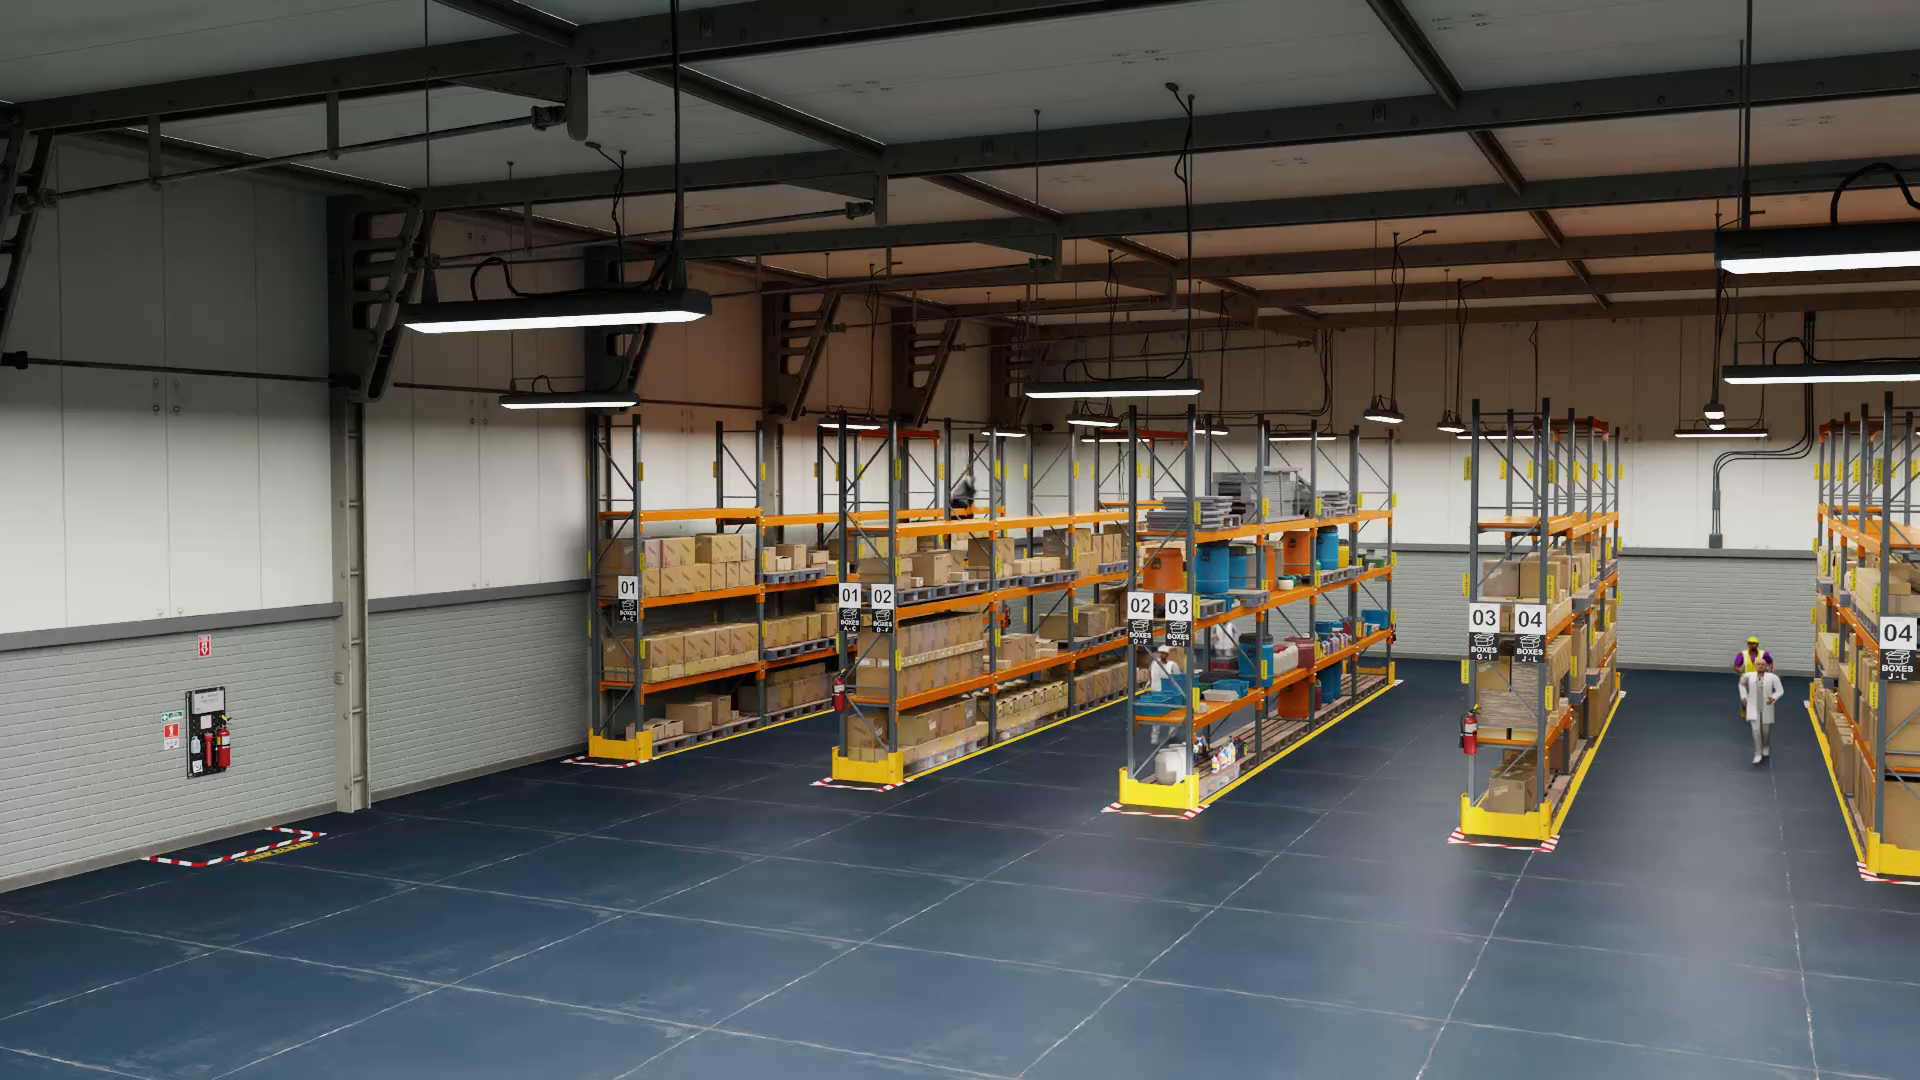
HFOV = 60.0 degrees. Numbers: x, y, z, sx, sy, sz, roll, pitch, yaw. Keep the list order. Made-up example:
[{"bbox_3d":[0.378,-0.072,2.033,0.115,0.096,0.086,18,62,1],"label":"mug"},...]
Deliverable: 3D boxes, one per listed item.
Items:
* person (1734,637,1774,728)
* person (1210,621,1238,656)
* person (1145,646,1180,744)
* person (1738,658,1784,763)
[{"bbox_3d":[15.607,2.782,32.714,0.710,1.767,0.941,1,3,25],"label":"person"},{"bbox_3d":[6.111,2.544,38.631,0.642,1.829,0.767,1,2,14],"label":"person"},{"bbox_3d":[3.731,2.825,30.592,0.687,1.763,1.003,1,3,22],"label":"person"},{"bbox_3d":[13.891,2.938,28.862,0.721,1.780,0.879,1,3,27],"label":"person"}]
